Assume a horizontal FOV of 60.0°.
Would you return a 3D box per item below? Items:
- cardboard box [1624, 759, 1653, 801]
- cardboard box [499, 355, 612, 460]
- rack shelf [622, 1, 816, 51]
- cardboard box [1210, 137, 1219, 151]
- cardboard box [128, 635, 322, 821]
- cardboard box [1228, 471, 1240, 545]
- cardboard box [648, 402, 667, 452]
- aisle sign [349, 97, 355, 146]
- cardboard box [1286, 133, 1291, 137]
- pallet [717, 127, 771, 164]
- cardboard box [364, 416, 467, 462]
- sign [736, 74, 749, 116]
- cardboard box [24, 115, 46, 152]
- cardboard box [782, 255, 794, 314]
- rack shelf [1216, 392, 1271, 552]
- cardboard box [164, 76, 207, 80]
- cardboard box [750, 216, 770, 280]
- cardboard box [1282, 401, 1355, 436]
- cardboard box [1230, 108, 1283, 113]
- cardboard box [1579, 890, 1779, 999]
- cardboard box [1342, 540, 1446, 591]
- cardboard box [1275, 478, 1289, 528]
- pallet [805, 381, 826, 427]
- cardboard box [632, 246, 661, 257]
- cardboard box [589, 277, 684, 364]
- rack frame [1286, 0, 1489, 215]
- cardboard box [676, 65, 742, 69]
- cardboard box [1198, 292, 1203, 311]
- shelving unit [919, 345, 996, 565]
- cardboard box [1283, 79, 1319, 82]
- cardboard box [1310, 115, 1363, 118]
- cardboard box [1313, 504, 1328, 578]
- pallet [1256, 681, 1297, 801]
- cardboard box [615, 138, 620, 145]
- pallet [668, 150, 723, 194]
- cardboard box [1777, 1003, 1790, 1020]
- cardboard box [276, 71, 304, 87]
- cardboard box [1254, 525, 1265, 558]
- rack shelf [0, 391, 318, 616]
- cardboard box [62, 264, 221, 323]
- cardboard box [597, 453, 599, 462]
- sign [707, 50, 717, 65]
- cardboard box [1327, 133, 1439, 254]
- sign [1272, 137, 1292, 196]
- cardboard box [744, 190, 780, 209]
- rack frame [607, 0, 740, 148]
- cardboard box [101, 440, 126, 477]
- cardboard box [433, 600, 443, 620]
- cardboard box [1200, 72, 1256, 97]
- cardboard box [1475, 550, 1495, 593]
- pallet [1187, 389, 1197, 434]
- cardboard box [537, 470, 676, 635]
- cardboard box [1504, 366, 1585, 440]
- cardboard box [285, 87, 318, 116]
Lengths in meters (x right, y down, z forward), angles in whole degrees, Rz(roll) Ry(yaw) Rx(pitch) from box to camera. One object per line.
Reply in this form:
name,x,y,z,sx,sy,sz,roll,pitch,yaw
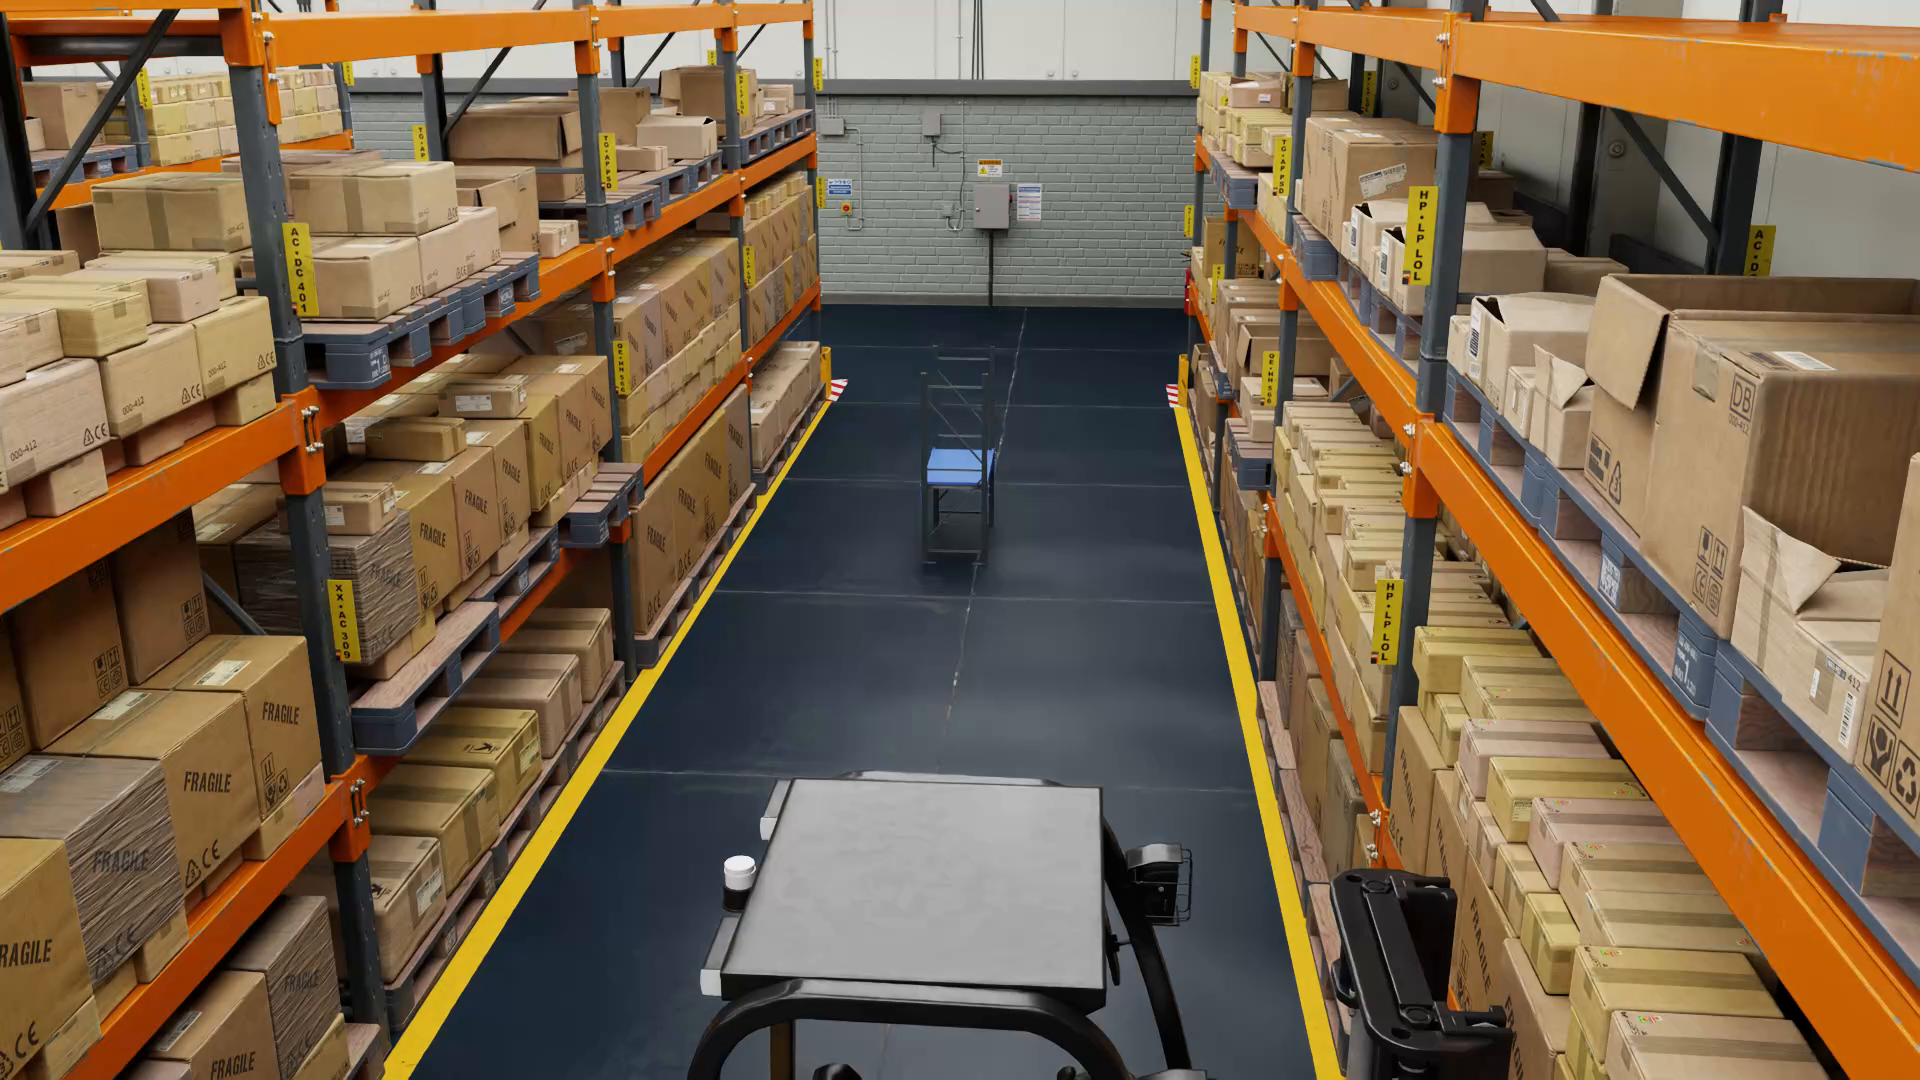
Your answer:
cardboard box,2.301,0.727,5.184,0.380,0.149,0.250,2,18,5
cardboard box,-2.341,-0.776,9.662,0.500,0.500,0.500,1,18,2
rack shelf,-2.156,-4.718,15.166,1.077,0.370,4.000,1,18,4
cardboard box,2.464,-3.571,15.090,0.380,0.149,0.250,2,18,5
cardboard box,-2.656,0.662,5.947,0.500,0.500,0.500,1,18,3
cardboard box,2.324,-0.214,12.598,0.500,0.500,0.500,1,18,2
cardboard box,-2.281,-0.770,11.197,0.500,0.250,0.500,1,18,2
aisle sign,-6.652,-4.350,17.707,0.394,0.787,0.004,1,18,4
cardboard box,2.248,-2.465,10.434,0.380,0.149,0.250,1,18,3
pallet,-2.230,-3.415,14.352,1.003,0.211,1.213,1,18,4
cardboard box,-2.511,-0.467,7.678,0.380,0.149,0.250,2,18,7
sign,-1.757,-3.589,13.406,0.100,0.325,0.005,1,18,4
cardboard box,-7.516,-3.171,12.933,0.500,0.311,0.500,1,18,3
cardboard box,-1.885,-2.435,15.878,0.500,0.500,0.500,2,18,6
rack shelf,2.509,-0.705,11.912,1.077,0.370,4.000,1,18,4
cardboard box,-7.348,-4.303,15.718,0.380,0.149,0.250,2,18,6
cardboard box,-1.981,-2.599,14.772,0.500,0.500,0.500,1,18,3
cardboard box,2.049,-0.689,9.506,0.380,0.149,0.250,2,18,6
cardboard box,2.245,-3.195,12.630,0.380,0.149,0.250,2,18,5
cardboard box,1.711,0.970,3.967,0.380,0.149,0.250,2,18,5
cardboard box,1.839,0.110,7.068,0.380,0.149,0.250,1,18,2
cardboard box,2.090,-0.222,9.524,0.500,0.250,0.500,1,18,4
pallet,-1.992,-1.445,17.493,1.003,0.211,1.213,1,18,4
cardboard box,-2.626,-2.011,12.977,0.500,0.500,0.500,1,18,4
cardboard box,-2.228,-1.520,11.479,0.500,0.500,0.500,2,18,5
rack frame,2.365,-3.276,8.970,1.000,3.000,0.127,1,18,4
cardboard box,-2.306,-4.117,15.357,0.500,0.500,0.500,2,18,5
cardboard box,2.500,-2.296,16.016,0.380,0.149,0.250,1,18,2
shelving unit,-0.006,-0.686,13.109,0.538,1.500,1.048,1,18,4
cardboard box,3.058,-4.022,15.024,0.500,0.250,0.500,1,18,4
cardboard box,2.669,-2.947,11.872,0.380,0.149,0.250,1,18,2
cardboard box,1.986,0.017,7.991,0.500,0.250,0.500,2,18,5
pallet,2.267,1.154,9.561,1.003,0.211,1.213,1,18,4
cardboard box,-2.739,-2.906,12.359,0.380,0.166,0.250,0,18,0
pallet,-2.316,-2.826,12.721,0.805,0.209,1.217,1,18,2
cardboard box,2.196,1.389,4.207,0.500,0.500,0.500,2,18,5
cardboard box,-6.821,-4.616,16.674,0.380,0.149,0.250,1,18,2
cardboard box,2.137,0.010,10.873,0.380,0.149,0.250,0,18,1
rack shelf,-3.016,0.245,4.197,1.077,0.370,4.000,1,18,4
cardboard box,-2.620,-0.792,5.328,0.380,0.149,0.250,1,18,3
cardboard box,-2.375,-0.508,9.886,0.380,0.149,0.250,2,18,6
sign,-2.565,-4.912,17.250,0.100,0.325,0.005,1,18,4
cardboard box,1.997,-1.610,7.706,0.500,0.500,0.500,2,18,5
sign,1.824,-2.109,9.396,0.100,0.325,0.005,1,18,4
cardboard box,-1.890,-3.173,15.482,0.380,0.149,0.250,1,18,4
rack frame,-2.299,-4.628,13.096,1.000,3.000,0.127,1,18,4
cardboard box,-2.757,-0.260,4.985,0.380,0.149,0.250,1,18,2
cardboard box,-2.547,0.295,7.434,0.380,0.149,0.250,2,18,7
cardboard box,2.657,-4.511,16.516,0.500,0.250,0.500,1,18,3
cardboard box,2.406,0.117,7.046,0.380,0.149,0.250,1,18,3
pallet,2.877,-1.314,17.093,1.003,0.211,1.213,1,18,4
cardboard box,-2.453,0.062,11.153,0.875,0.875,0.875,1,18,3
cardboard box,1.688,-0.365,4.471,0.380,0.149,0.250,2,18,6
cardboard box,-6.772,-4.383,16.603,0.500,0.250,0.500,1,18,2
